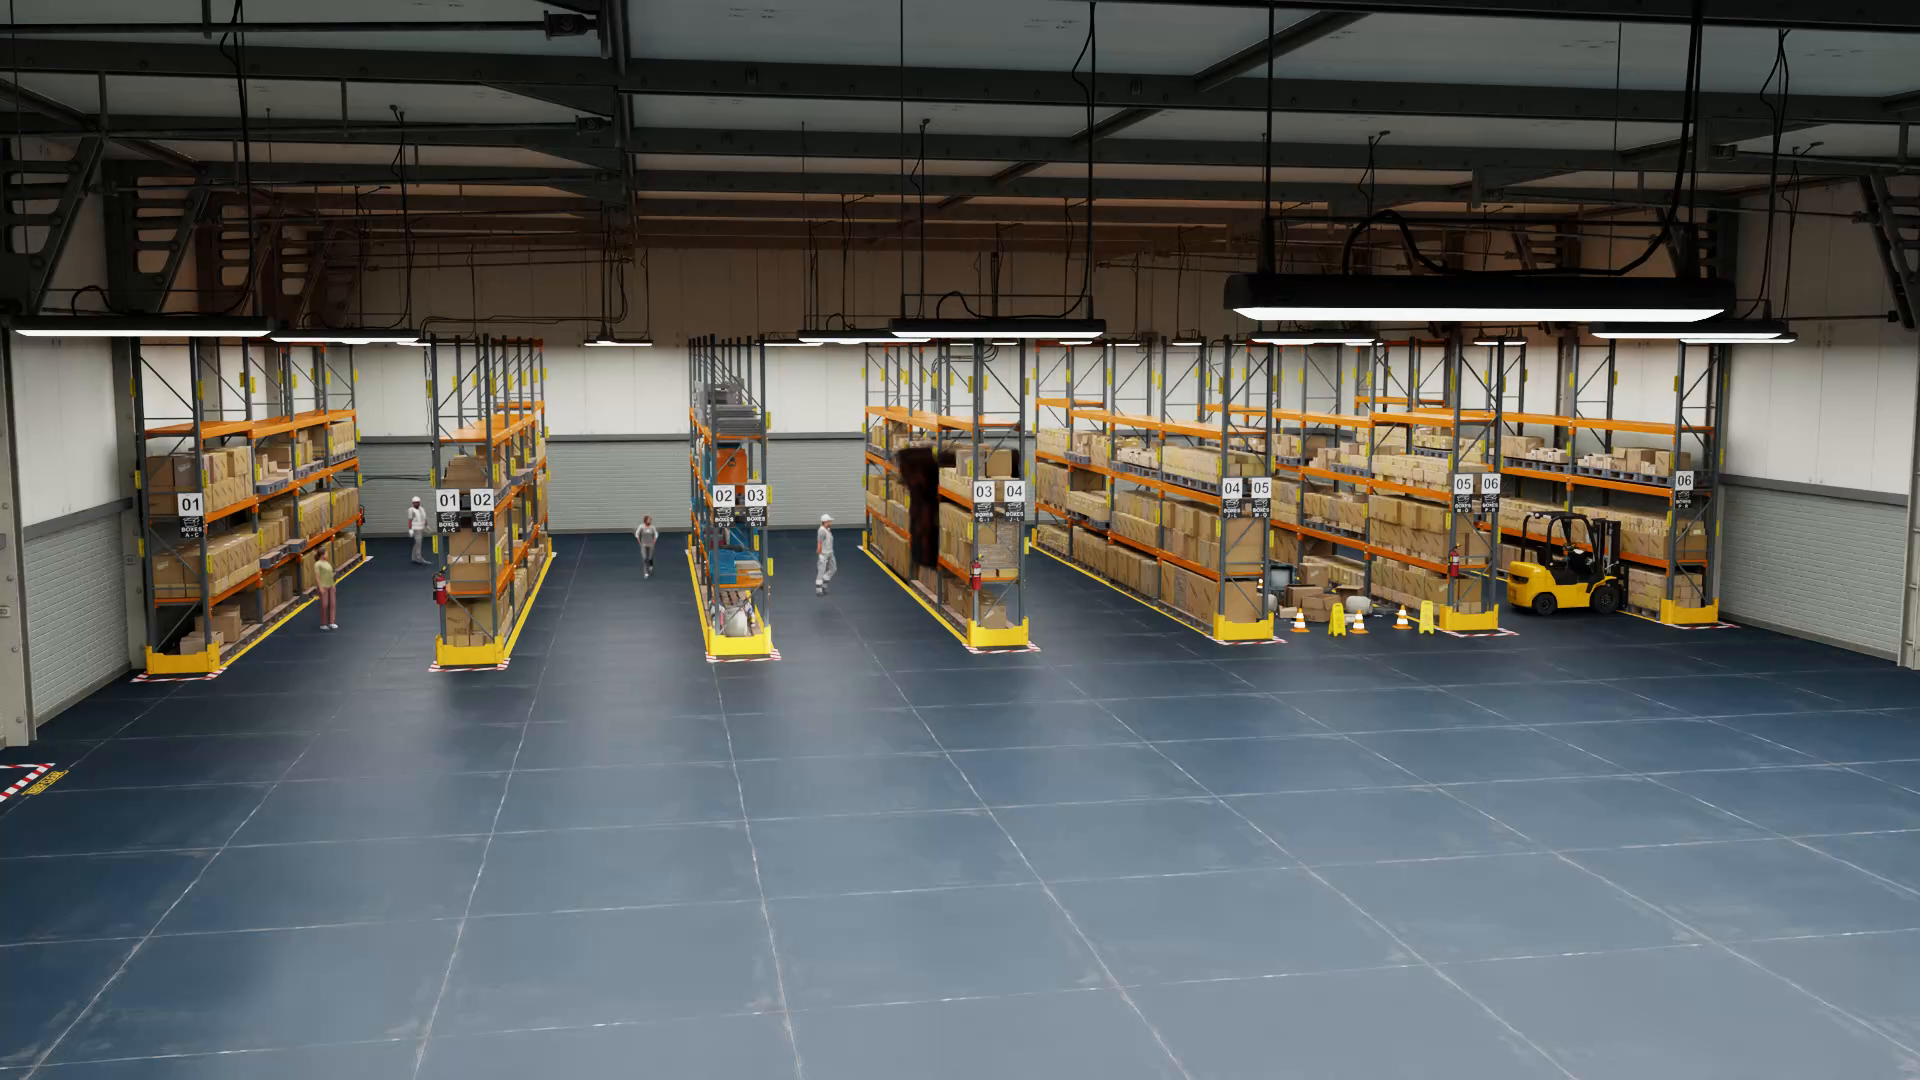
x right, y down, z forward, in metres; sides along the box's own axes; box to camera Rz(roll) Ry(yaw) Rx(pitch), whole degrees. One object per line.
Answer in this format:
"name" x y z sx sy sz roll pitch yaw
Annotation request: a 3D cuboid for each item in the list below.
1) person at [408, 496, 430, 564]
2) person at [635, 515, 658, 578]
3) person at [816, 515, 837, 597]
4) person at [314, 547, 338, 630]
"person" -14.504 -0.274 44.607 0.503 1.800 0.582 0 7 -4
"person" -7.909 0.155 41.982 0.562 1.588 0.648 -1 7 -7
"person" -3.022 0.334 36.670 0.453 1.802 0.677 4 8 29
"person" -13.047 1.004 34.259 0.460 1.714 0.481 3 7 24
